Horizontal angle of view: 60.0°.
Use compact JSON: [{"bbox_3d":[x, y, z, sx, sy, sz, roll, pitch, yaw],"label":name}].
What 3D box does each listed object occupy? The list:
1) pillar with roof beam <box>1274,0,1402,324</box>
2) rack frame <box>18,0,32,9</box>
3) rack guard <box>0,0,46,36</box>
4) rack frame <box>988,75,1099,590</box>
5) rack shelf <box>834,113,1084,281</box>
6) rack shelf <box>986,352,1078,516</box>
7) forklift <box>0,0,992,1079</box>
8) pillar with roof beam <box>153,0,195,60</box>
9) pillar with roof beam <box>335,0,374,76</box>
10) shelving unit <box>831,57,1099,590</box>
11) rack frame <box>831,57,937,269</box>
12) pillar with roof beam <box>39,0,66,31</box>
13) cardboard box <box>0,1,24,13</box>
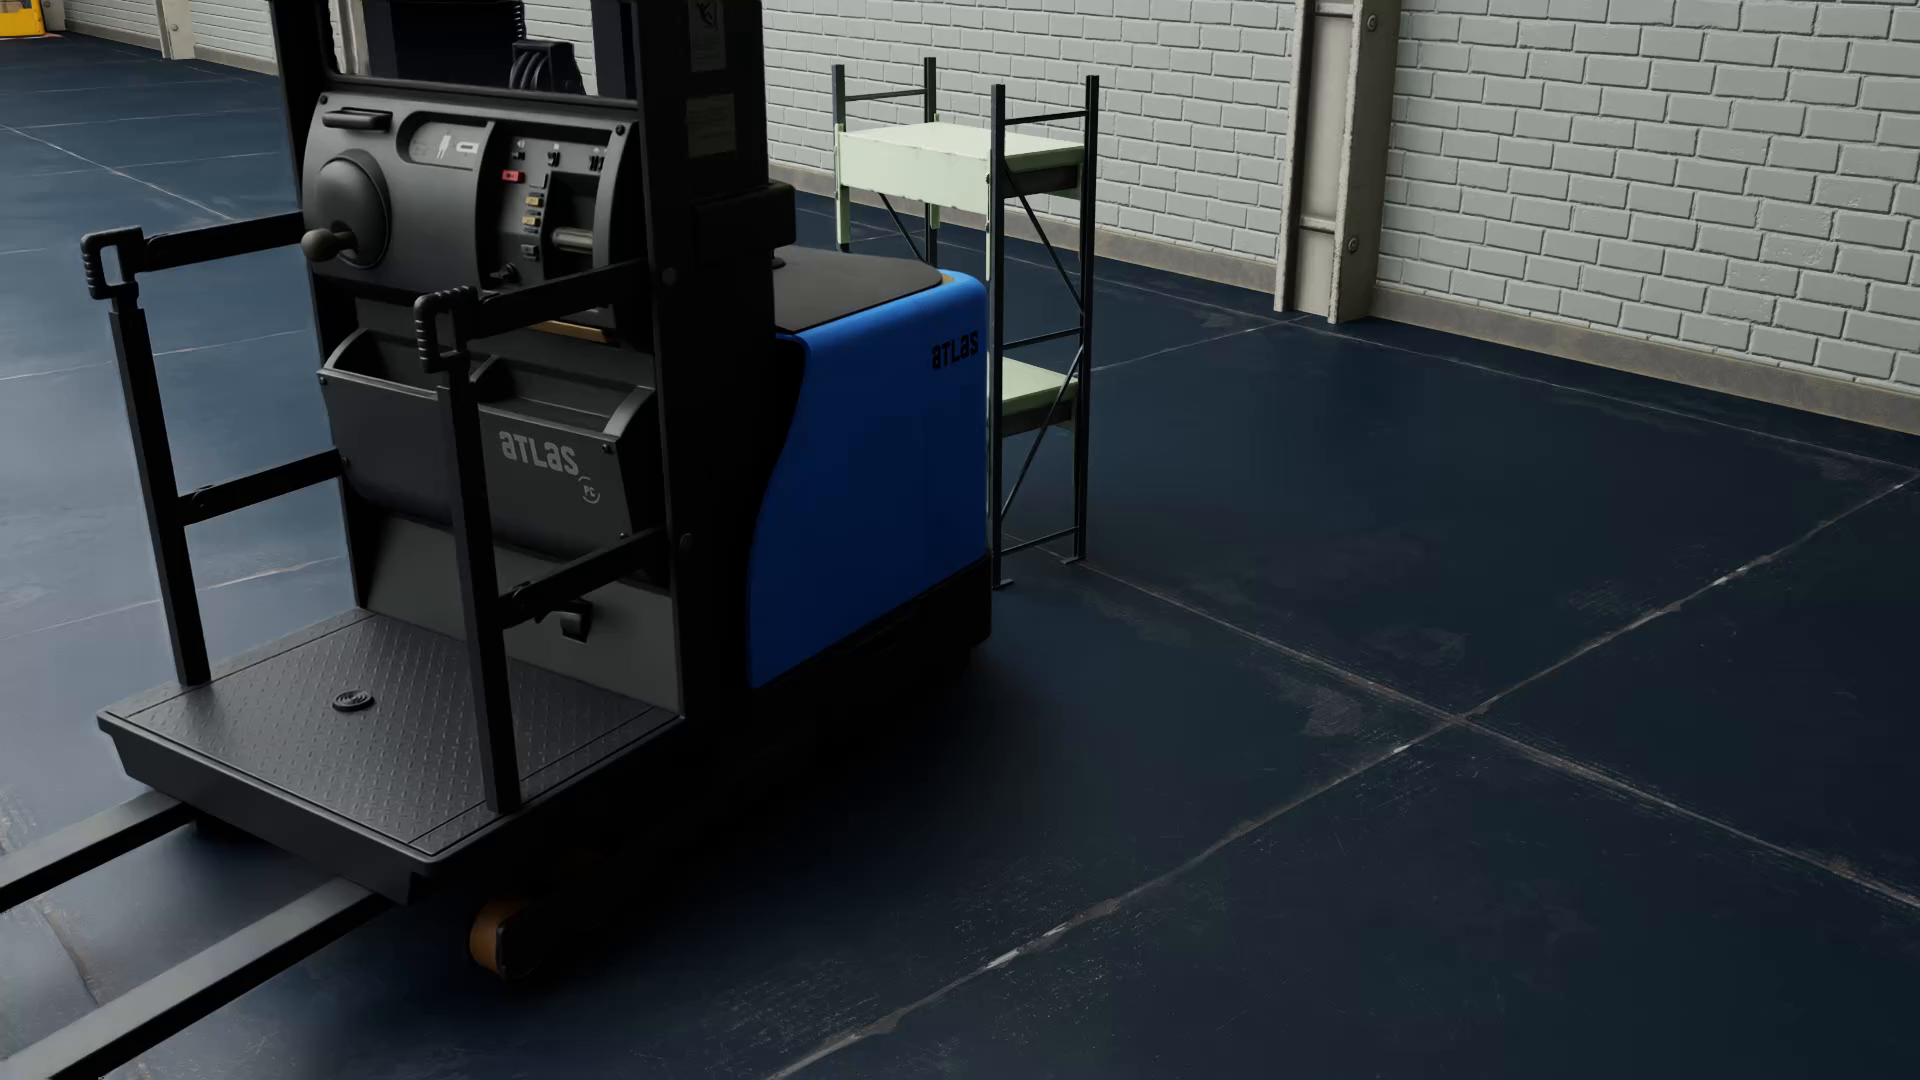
[{"bbox_3d":[-1.419,-4.322,4.179,9.100,9.000,0.400,-17,27,-37],"label":"pillar with roof beam"},{"bbox_3d":[-14.052,-8.777,23.780,1.000,3.000,0.127,-17,27,-37],"label":"rack frame"},{"bbox_3d":[-14.036,-7.606,24.219,1.175,0.500,0.348,-17,27,-37],"label":"rack guard"},{"bbox_3d":[0.243,-0.595,4.948,0.400,1.500,0.023,-17,27,-37],"label":"rack frame"},{"bbox_3d":[0.004,-1.060,5.063,0.431,0.370,0.720,-17,27,-37],"label":"rack shelf"},{"bbox_3d":[0.004,-0.393,5.325,0.431,0.370,0.720,-17,27,-37],"label":"rack shelf"},{"bbox_3d":[-1.143,-0.698,3.248,1.130,2.935,3.031,13,25,31],"label":"forklift"},{"bbox_3d":[-13.169,-9.295,16.876,9.100,9.000,0.400,-17,27,-37],"label":"pillar with roof beam"},{"bbox_3d":[-9.252,-7.637,12.644,9.100,9.000,0.400,-17,27,-37],"label":"pillar with roof beam"},{"bbox_3d":[0.004,-0.697,5.206,0.431,1.500,0.755,-17,27,-37],"label":"shelving unit"},{"bbox_3d":[-0.235,-0.798,5.464,0.400,1.500,0.023,-17,27,-37],"label":"rack frame"},{"bbox_3d":[-17.085,-10.952,21.108,9.100,9.000,0.400,-17,27,-37],"label":"pillar with roof beam"},{"bbox_3d":[-14.224,-7.874,24.670,0.500,0.250,0.500,-17,27,-37],"label":"cardboard box"}]
